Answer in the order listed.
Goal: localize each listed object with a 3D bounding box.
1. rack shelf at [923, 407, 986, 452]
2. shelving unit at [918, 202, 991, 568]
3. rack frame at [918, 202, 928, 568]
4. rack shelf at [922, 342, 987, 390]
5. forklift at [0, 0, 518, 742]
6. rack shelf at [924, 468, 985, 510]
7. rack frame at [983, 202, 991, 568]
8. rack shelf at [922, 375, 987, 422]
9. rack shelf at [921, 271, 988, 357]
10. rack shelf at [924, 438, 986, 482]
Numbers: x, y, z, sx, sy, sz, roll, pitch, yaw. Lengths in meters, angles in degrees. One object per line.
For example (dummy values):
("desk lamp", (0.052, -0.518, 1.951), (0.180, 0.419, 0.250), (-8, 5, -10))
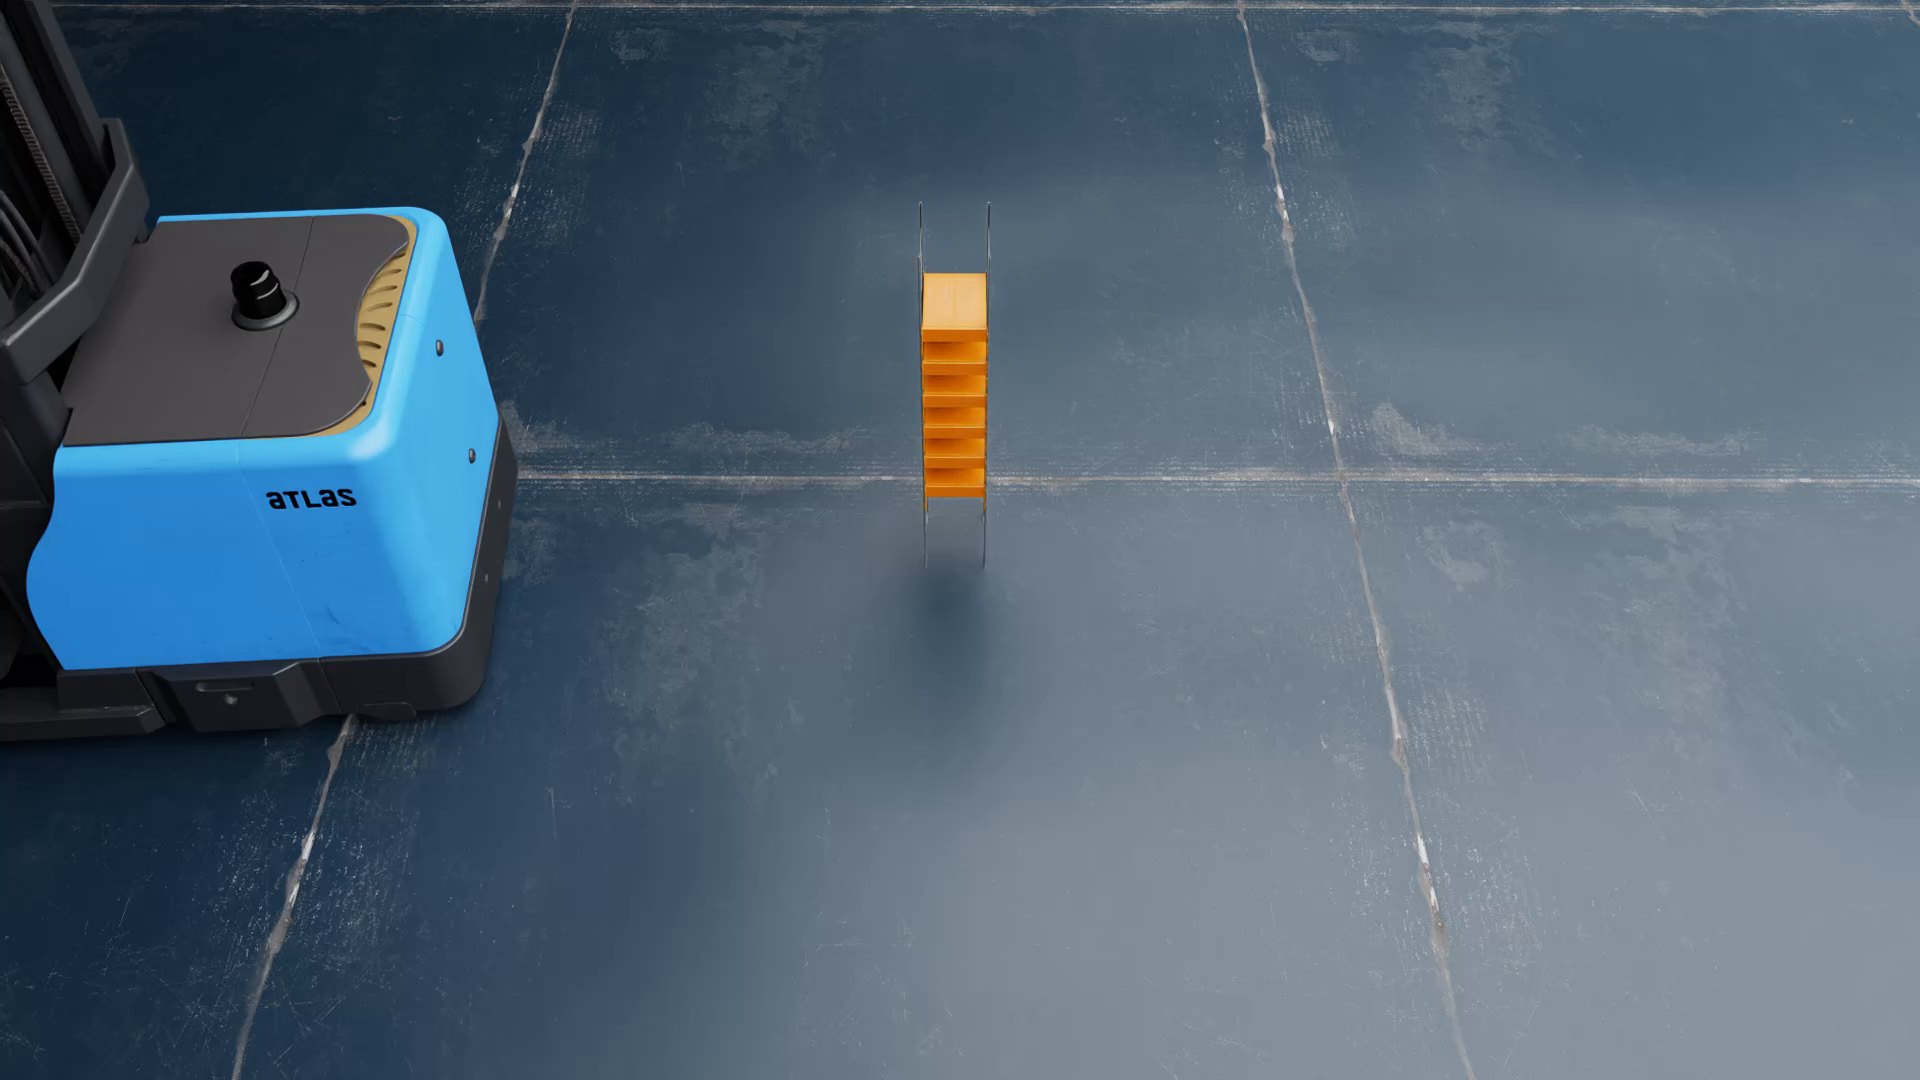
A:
("rack shelf", (-0.014, -0.379, 4.843), (0.180, 0.103, 0.258), (0, 47, 0))
("shelving unit", (-0.014, -0.409, 4.811), (0.189, 1.200, 0.258), (0, 47, 0))
("rack frame", (-0.106, -0.409, 4.811), (0.006, 1.200, 0.240), (0, 47, 0))
("rack shelf", (-0.014, -0.542, 4.668), (0.180, 0.103, 0.258), (0, 47, 0))
("forklift", (-2.908, -0.786, 3.979), (3.031, 2.935, 1.130), (-3, 47, -3))
("rack shelf", (-0.014, -0.215, 5.019), (0.180, 0.103, 0.258), (0, 47, 0))
("rack frame", (0.077, -0.409, 4.811), (0.006, 1.200, 0.240), (0, 47, 0))
("rack shelf", (-0.014, -0.460, 4.756), (0.180, 0.103, 0.258), (0, 47, 0))
("rack shelf", (-0.014, -0.624, 4.580), (0.180, 0.103, 0.258), (0, 47, 0))
("rack shelf", (-0.014, -0.297, 4.931), (0.180, 0.103, 0.258), (0, 47, 0))
